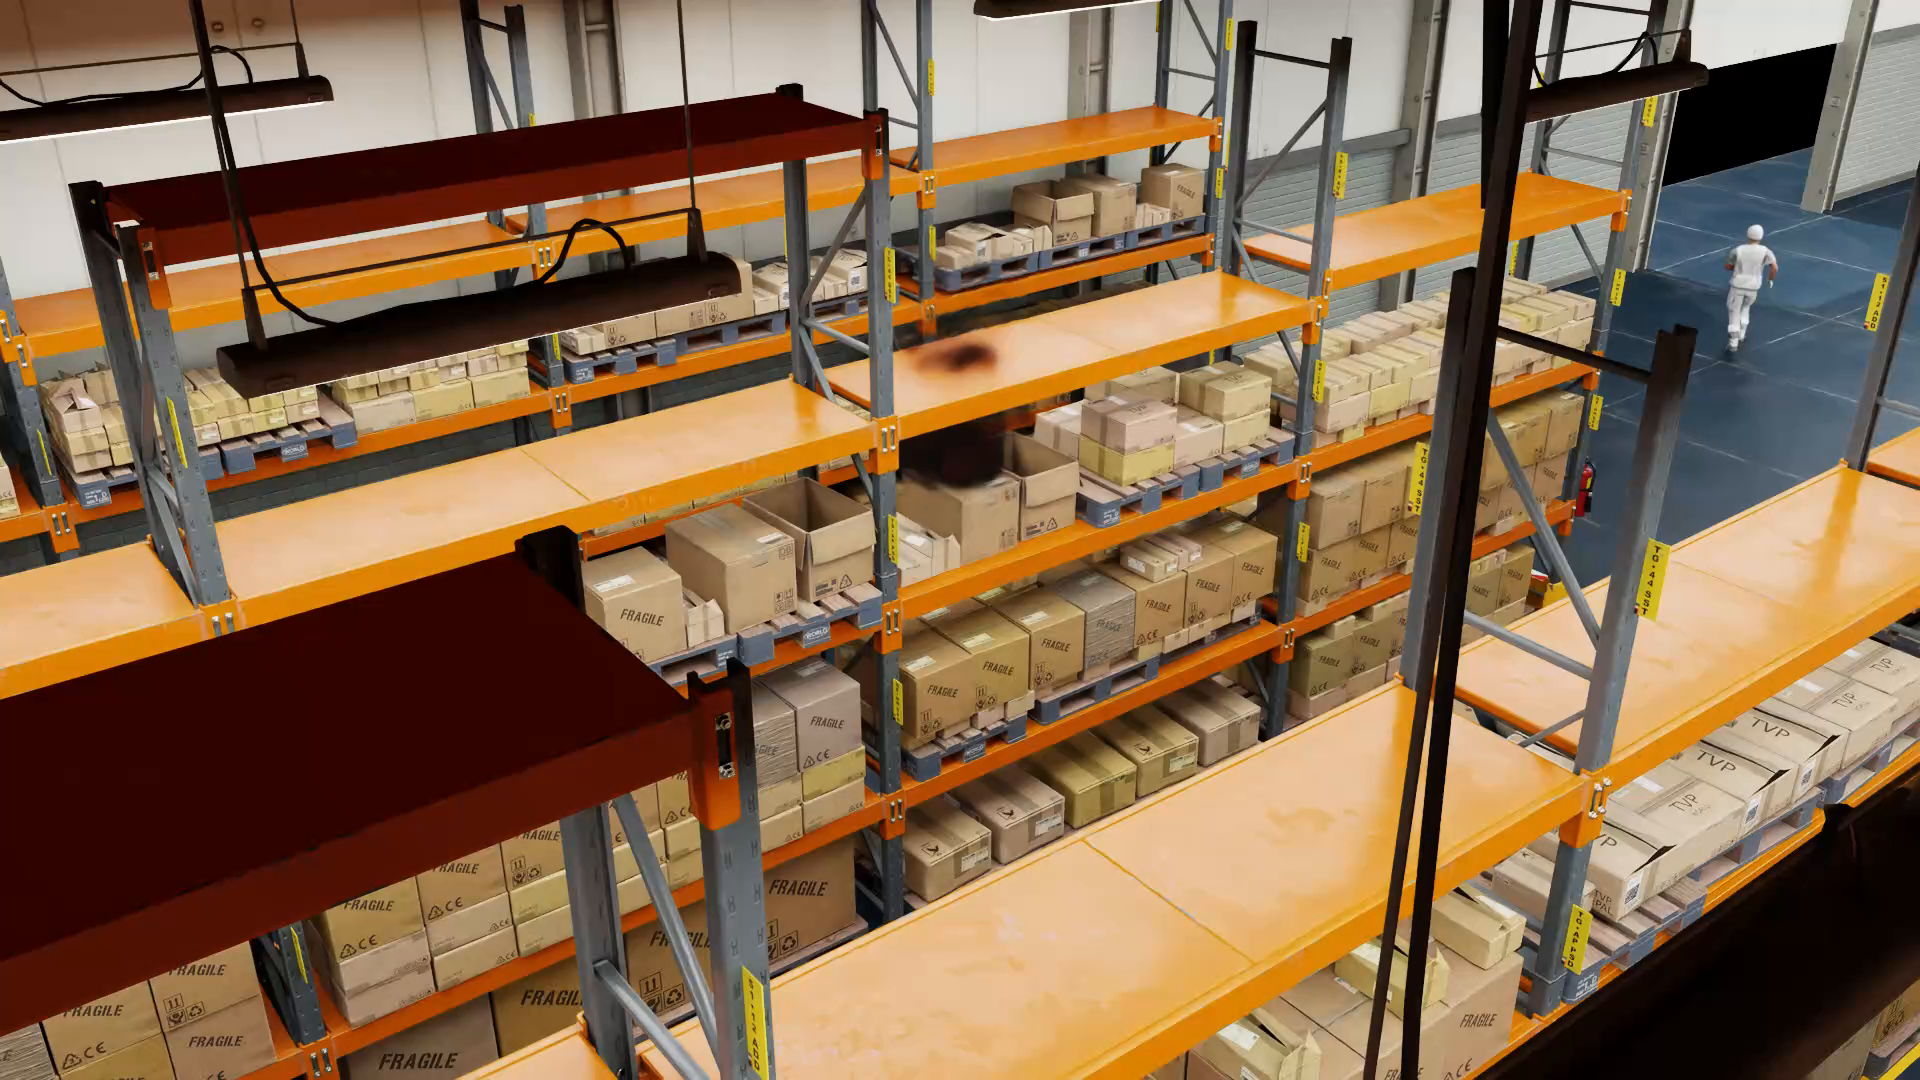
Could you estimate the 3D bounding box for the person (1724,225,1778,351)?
[{"bbox_3d":[10.968,-3.504,23.242,0.645,1.841,0.767,5,27,10],"label":"person"}]
